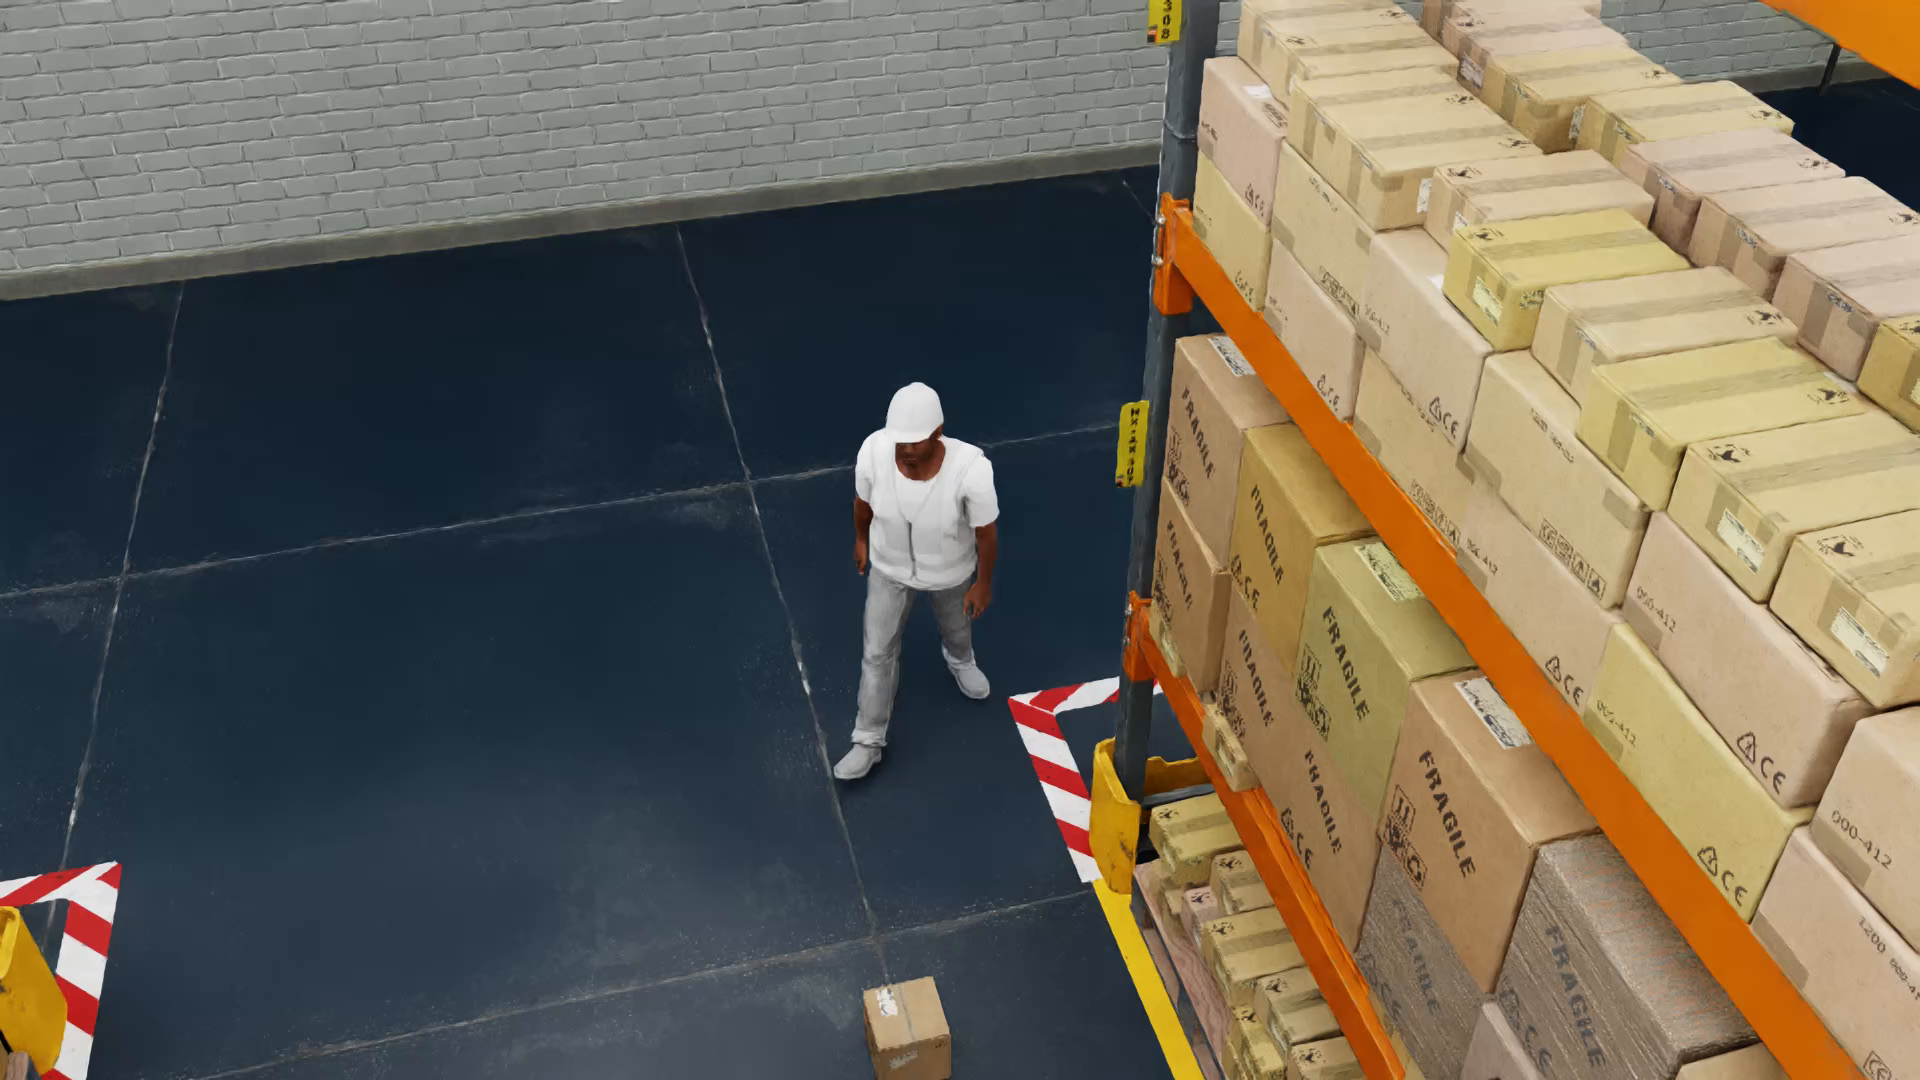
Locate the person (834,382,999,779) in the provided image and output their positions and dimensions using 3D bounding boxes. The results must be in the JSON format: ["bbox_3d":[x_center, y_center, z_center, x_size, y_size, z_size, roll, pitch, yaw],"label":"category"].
[{"bbox_3d":[-0.165,0.123,6.545,0.619,1.725,0.910,7,39,9],"label":"person"}]
